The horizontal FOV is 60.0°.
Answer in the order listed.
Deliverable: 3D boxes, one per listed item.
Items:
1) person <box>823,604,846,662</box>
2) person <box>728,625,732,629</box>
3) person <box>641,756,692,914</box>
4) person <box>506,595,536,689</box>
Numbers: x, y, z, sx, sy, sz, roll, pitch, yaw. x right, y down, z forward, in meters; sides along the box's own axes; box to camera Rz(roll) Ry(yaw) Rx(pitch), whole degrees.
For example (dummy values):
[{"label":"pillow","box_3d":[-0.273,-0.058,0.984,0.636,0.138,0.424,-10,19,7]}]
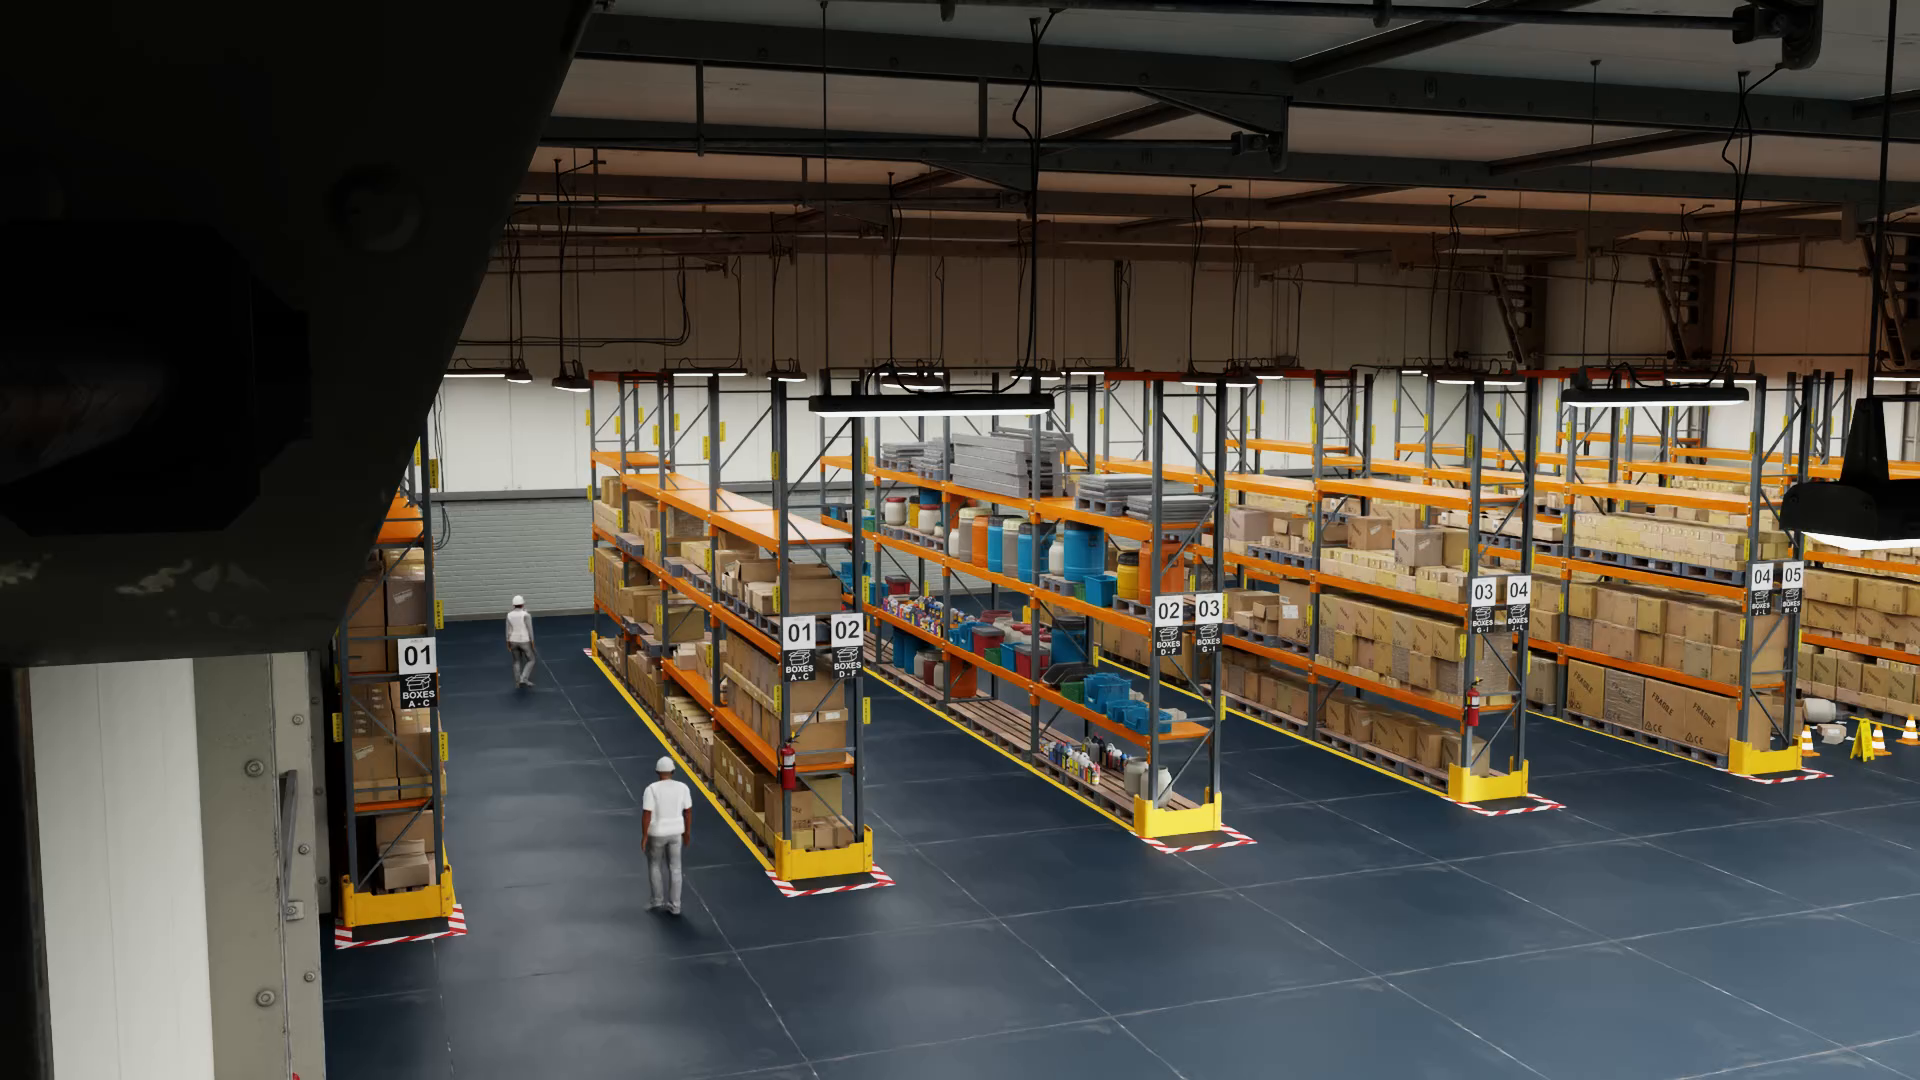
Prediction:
[{"label":"person","box_3d":[-2.431,1.881,32.343,0.587,1.776,0.502,-6,8,-41]},{"label":"person","box_3d":[-4.623,1.682,34.402,0.466,1.611,1.082,-3,7,-23]},{"label":"person","box_3d":[-3.337,3.375,18.906,0.619,1.809,0.602,-3,7,-27]},{"label":"person","box_3d":[-8.349,1.939,31.530,0.565,1.776,0.486,2,7,15]}]
